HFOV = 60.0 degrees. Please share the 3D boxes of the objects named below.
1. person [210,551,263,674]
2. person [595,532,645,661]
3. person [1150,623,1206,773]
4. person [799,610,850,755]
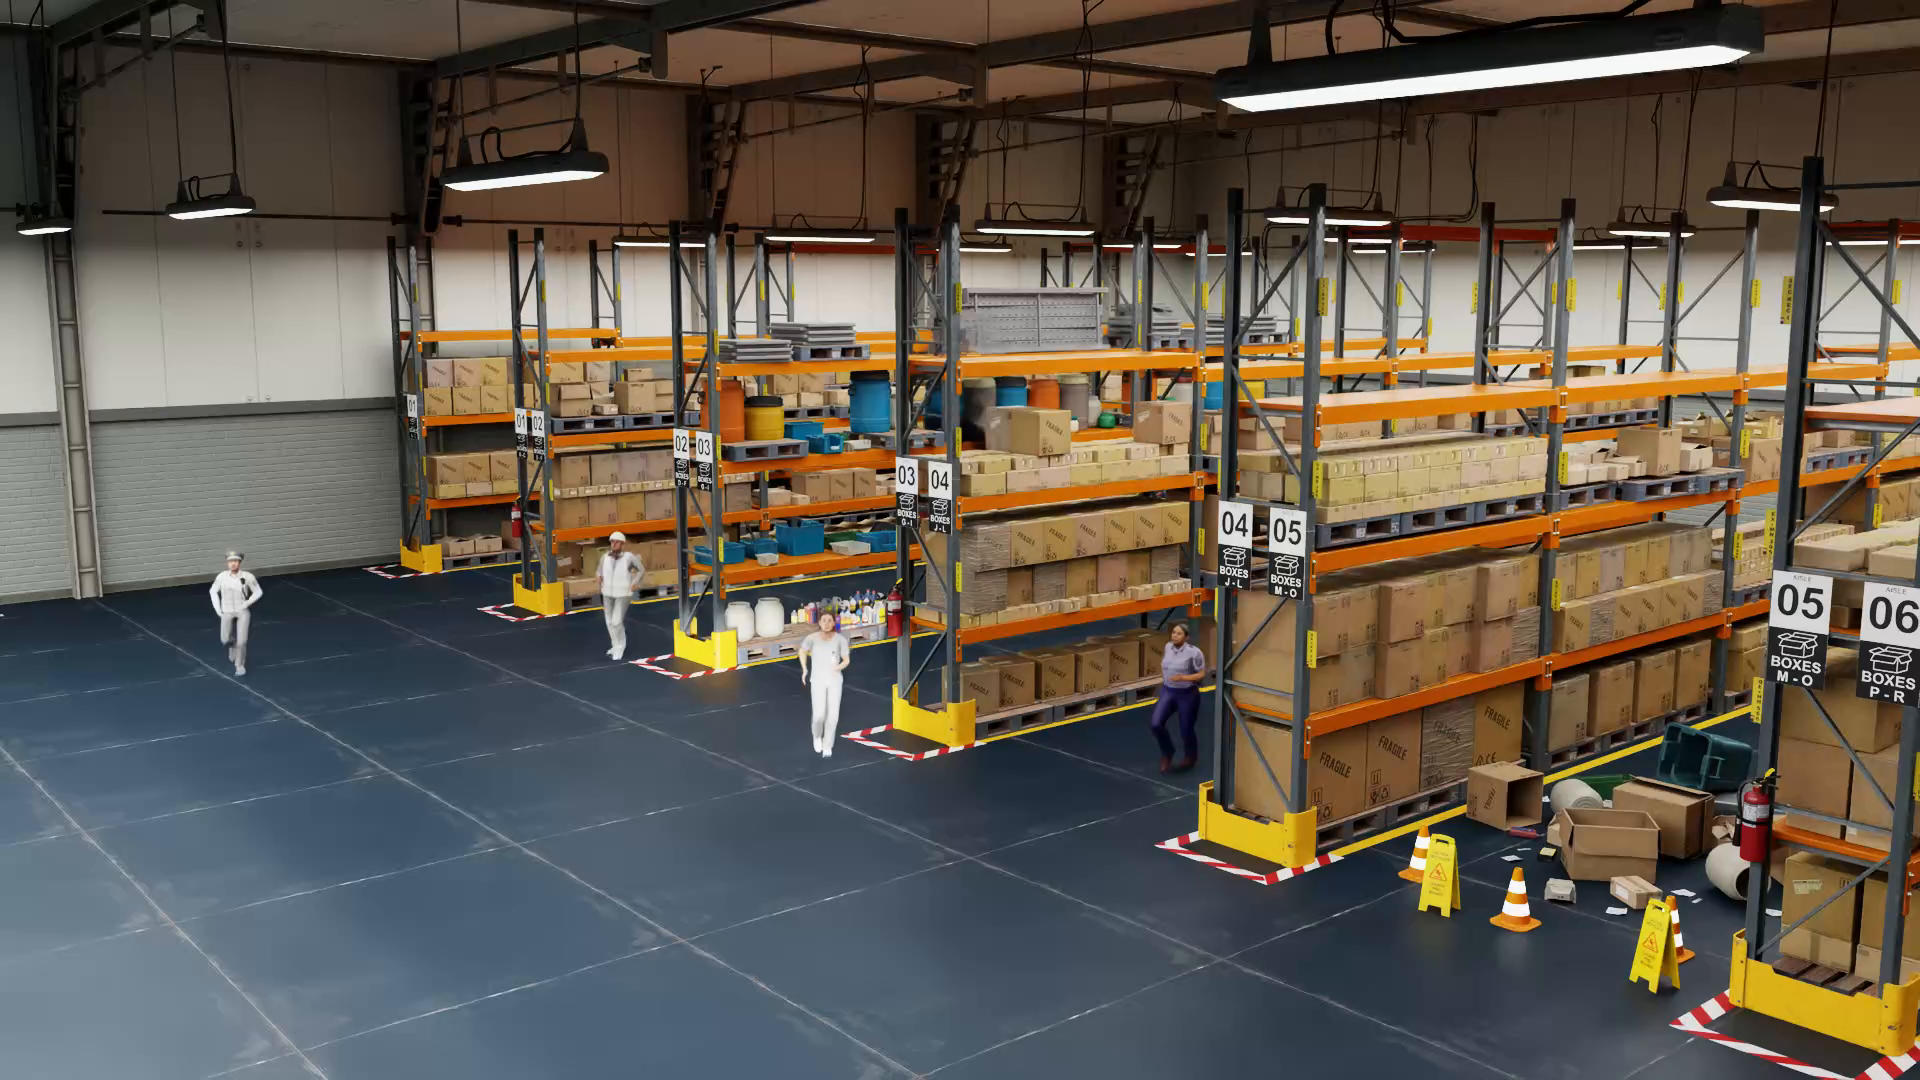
[{"bbox_3d":[-9.640,0.960,22.158,0.668,1.659,0.523,-2,9,-12],"label":"person"},{"bbox_3d":[-4.744,0.781,23.009,0.660,1.801,0.656,3,9,16],"label":"person"},{"bbox_3d":[2.341,1.674,17.628,0.591,1.638,0.716,6,11,34],"label":"person"},{"bbox_3d":[-1.469,1.578,18.146,0.548,1.637,0.589,-1,9,-8],"label":"person"}]
